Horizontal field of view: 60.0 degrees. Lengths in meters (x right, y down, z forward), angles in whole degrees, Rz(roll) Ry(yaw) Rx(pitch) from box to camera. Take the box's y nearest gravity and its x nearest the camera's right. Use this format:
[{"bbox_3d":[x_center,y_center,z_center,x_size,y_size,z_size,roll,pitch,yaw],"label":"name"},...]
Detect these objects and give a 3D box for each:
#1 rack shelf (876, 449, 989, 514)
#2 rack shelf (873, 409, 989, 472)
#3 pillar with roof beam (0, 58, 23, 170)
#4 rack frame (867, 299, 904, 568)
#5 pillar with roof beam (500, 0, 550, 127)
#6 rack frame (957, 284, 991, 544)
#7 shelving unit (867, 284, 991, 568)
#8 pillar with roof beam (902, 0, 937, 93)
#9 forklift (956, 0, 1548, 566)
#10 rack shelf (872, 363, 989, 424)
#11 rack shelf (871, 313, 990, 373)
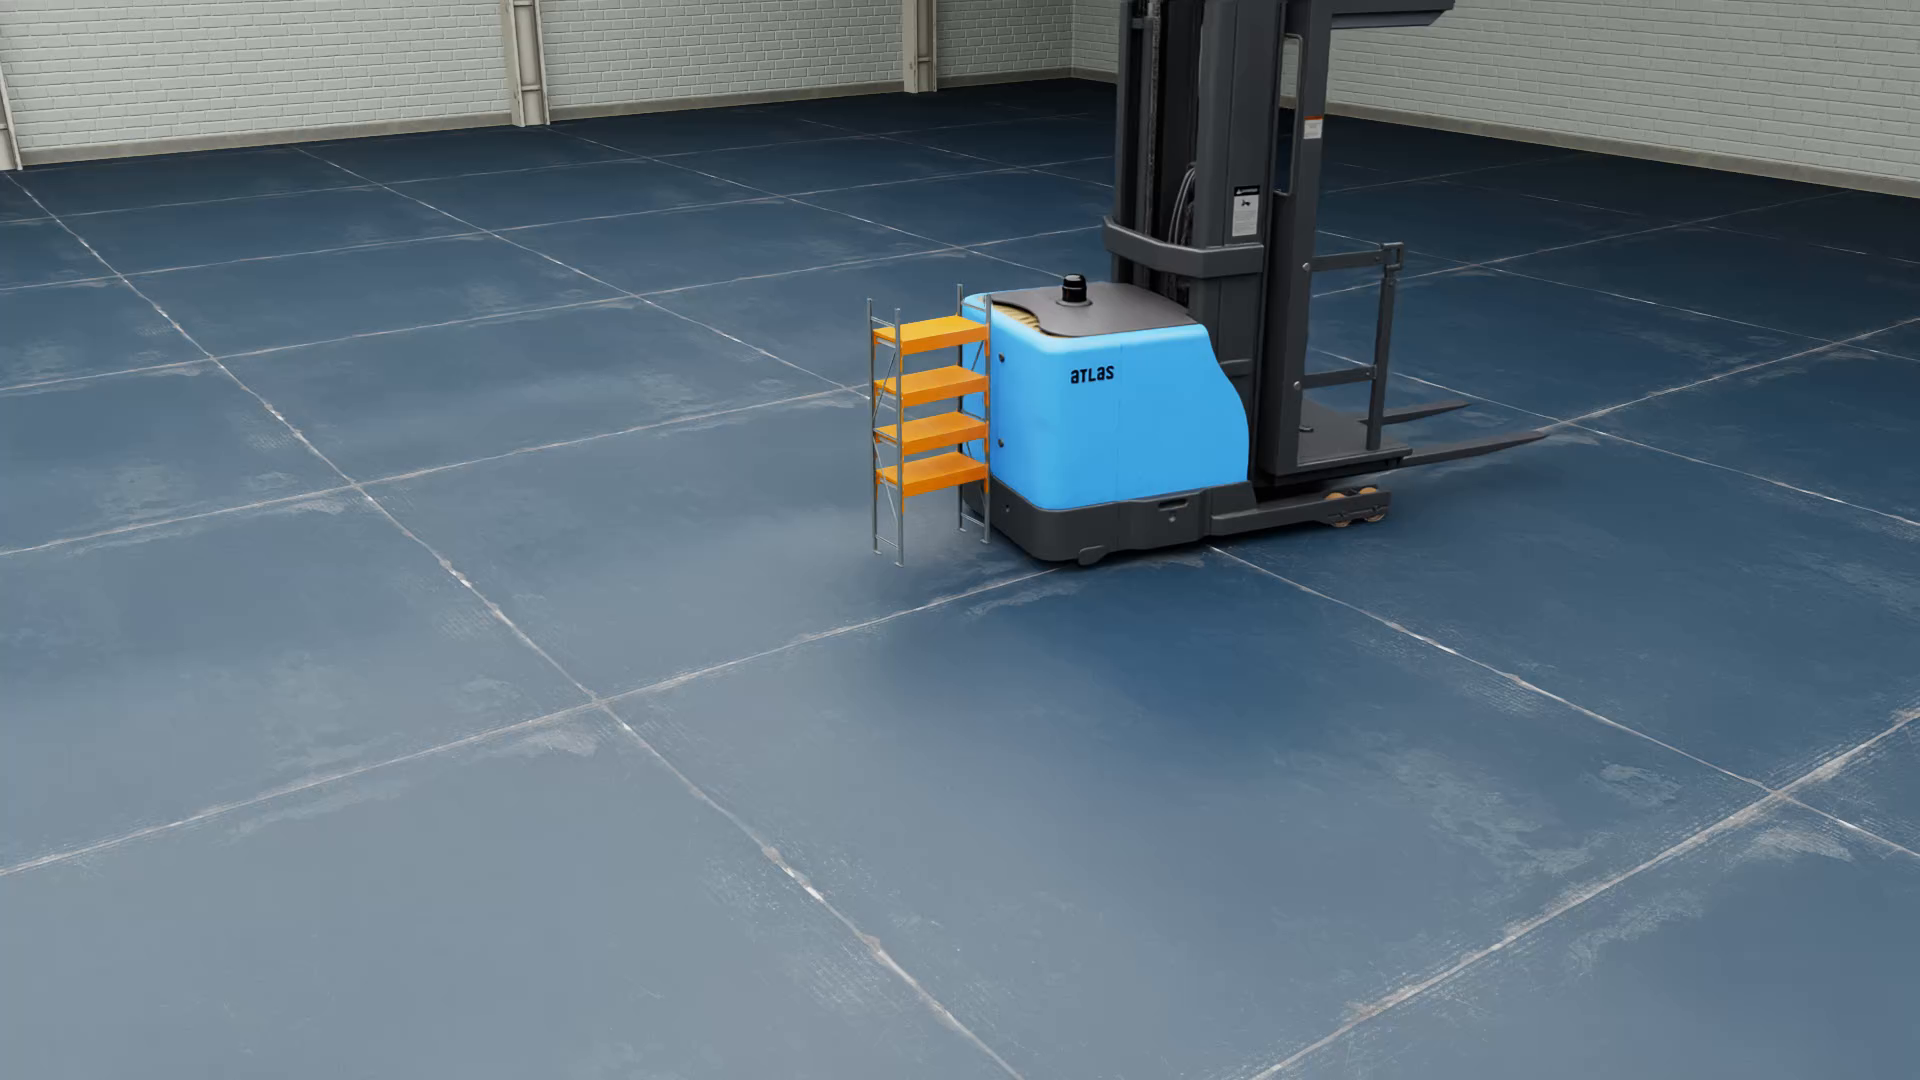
[{"bbox_3d":[-0.134,-0.275,7.683,0.480,0.148,0.258,-15,26,-33],"label":"rack shelf"},{"bbox_3d":[-0.134,-0.459,7.609,0.480,0.148,0.258,-15,26,-33],"label":"rack shelf"},{"bbox_3d":[-7.812,-6.875,12.983,0.400,9.000,9.100,-15,26,-33],"label":"pillar with roof beam"},{"bbox_3d":[-0.332,-0.469,7.452,0.015,1.200,0.240,-15,26,-33],"label":"rack frame"},{"bbox_3d":[-2.942,-8.173,16.237,0.400,9.000,9.100,-15,26,-33],"label":"pillar with roof beam"},{"bbox_3d":[0.064,-0.574,7.717,0.015,1.200,0.240,-15,26,-33],"label":"rack frame"},{"bbox_3d":[-0.134,-0.521,7.584,0.503,1.200,0.258,-15,26,-33],"label":"shelving unit"},{"bbox_3d":[1.929,-9.472,19.492,0.400,9.000,9.100,-15,26,-33],"label":"pillar with roof beam"},{"bbox_3d":[1.547,-1.589,7.924,3.031,2.935,1.130,-9,24,-22],"label":"forklift"},{"bbox_3d":[-0.134,-0.667,7.526,0.480,0.148,0.258,-15,26,-33],"label":"rack shelf"},{"bbox_3d":[-0.134,-0.886,7.439,0.480,0.148,0.258,-15,26,-33],"label":"rack shelf"}]
